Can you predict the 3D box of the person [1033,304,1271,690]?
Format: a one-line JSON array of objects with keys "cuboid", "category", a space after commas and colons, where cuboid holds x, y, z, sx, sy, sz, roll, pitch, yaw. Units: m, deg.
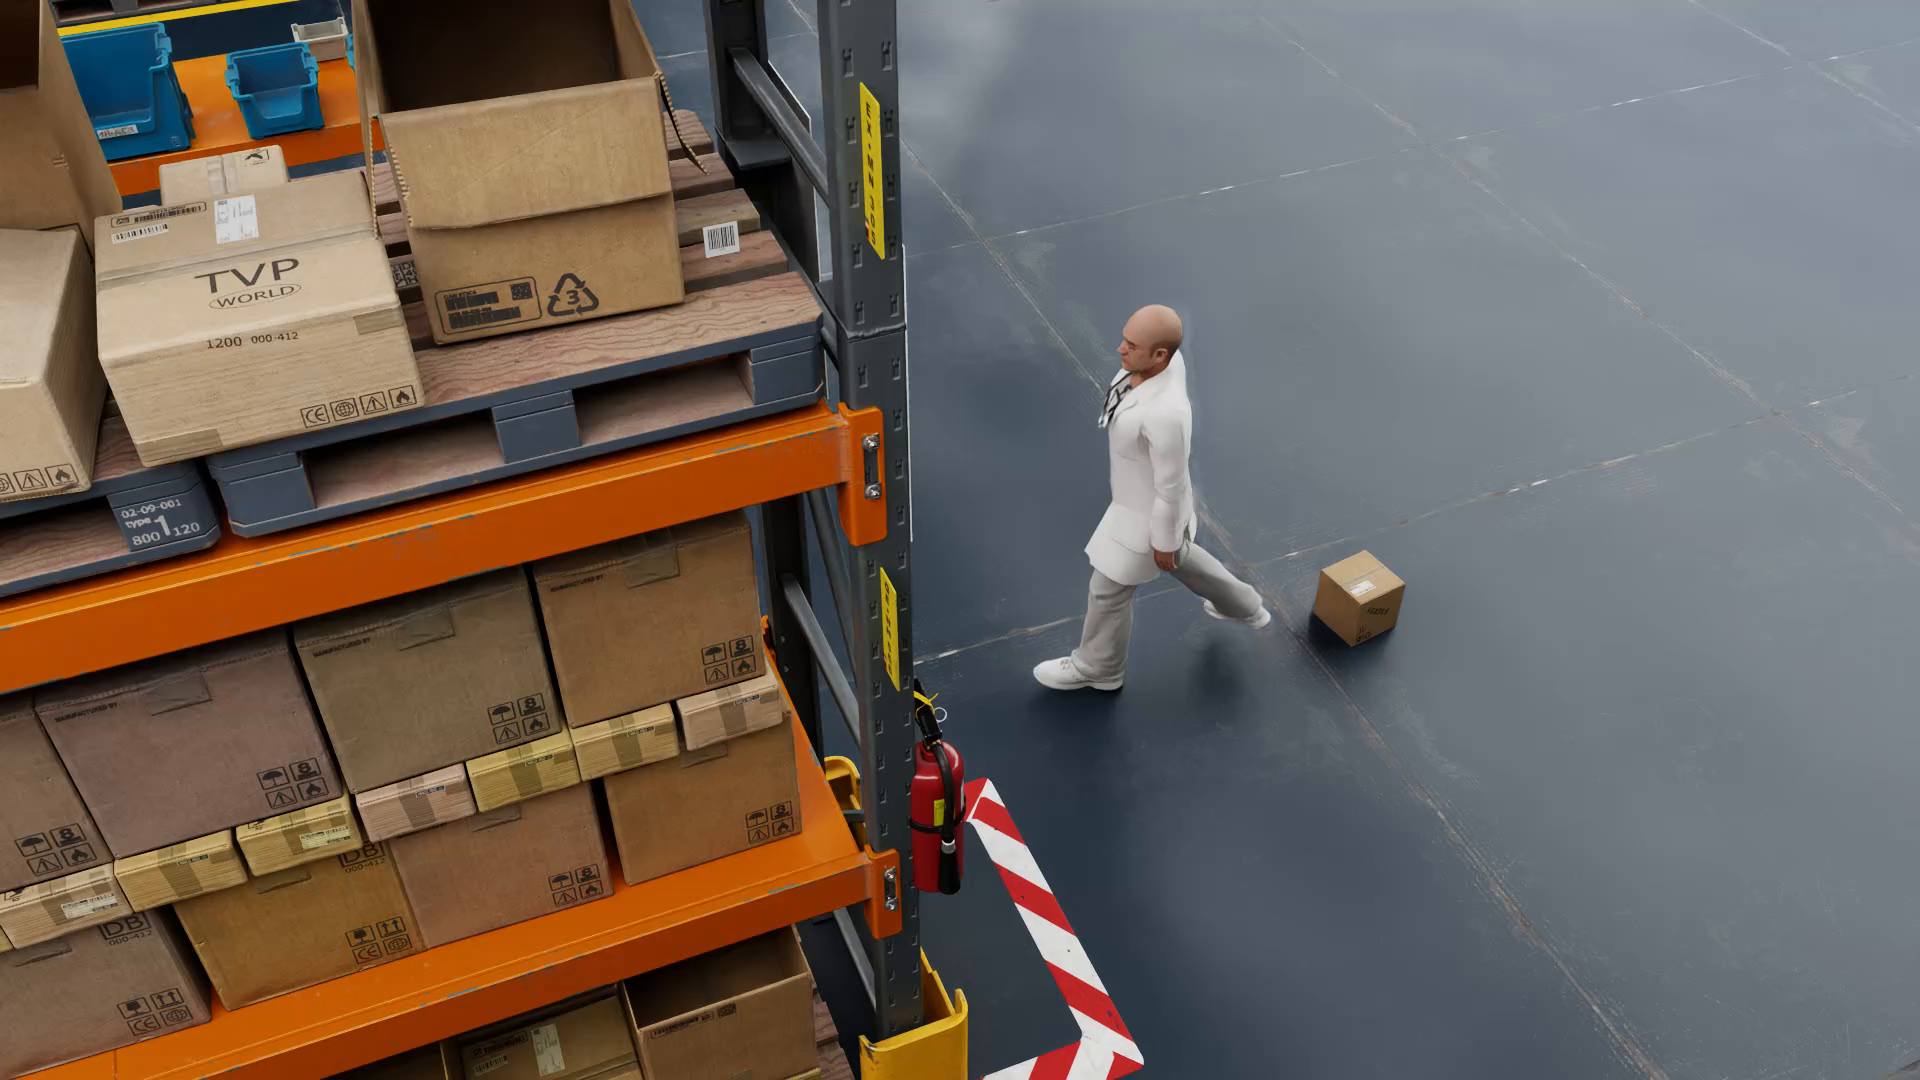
[{"cuboid": [0.788, -0.158, 6.333, 0.955, 1.762, 0.619, 3, 41, 3], "category": "person"}]
